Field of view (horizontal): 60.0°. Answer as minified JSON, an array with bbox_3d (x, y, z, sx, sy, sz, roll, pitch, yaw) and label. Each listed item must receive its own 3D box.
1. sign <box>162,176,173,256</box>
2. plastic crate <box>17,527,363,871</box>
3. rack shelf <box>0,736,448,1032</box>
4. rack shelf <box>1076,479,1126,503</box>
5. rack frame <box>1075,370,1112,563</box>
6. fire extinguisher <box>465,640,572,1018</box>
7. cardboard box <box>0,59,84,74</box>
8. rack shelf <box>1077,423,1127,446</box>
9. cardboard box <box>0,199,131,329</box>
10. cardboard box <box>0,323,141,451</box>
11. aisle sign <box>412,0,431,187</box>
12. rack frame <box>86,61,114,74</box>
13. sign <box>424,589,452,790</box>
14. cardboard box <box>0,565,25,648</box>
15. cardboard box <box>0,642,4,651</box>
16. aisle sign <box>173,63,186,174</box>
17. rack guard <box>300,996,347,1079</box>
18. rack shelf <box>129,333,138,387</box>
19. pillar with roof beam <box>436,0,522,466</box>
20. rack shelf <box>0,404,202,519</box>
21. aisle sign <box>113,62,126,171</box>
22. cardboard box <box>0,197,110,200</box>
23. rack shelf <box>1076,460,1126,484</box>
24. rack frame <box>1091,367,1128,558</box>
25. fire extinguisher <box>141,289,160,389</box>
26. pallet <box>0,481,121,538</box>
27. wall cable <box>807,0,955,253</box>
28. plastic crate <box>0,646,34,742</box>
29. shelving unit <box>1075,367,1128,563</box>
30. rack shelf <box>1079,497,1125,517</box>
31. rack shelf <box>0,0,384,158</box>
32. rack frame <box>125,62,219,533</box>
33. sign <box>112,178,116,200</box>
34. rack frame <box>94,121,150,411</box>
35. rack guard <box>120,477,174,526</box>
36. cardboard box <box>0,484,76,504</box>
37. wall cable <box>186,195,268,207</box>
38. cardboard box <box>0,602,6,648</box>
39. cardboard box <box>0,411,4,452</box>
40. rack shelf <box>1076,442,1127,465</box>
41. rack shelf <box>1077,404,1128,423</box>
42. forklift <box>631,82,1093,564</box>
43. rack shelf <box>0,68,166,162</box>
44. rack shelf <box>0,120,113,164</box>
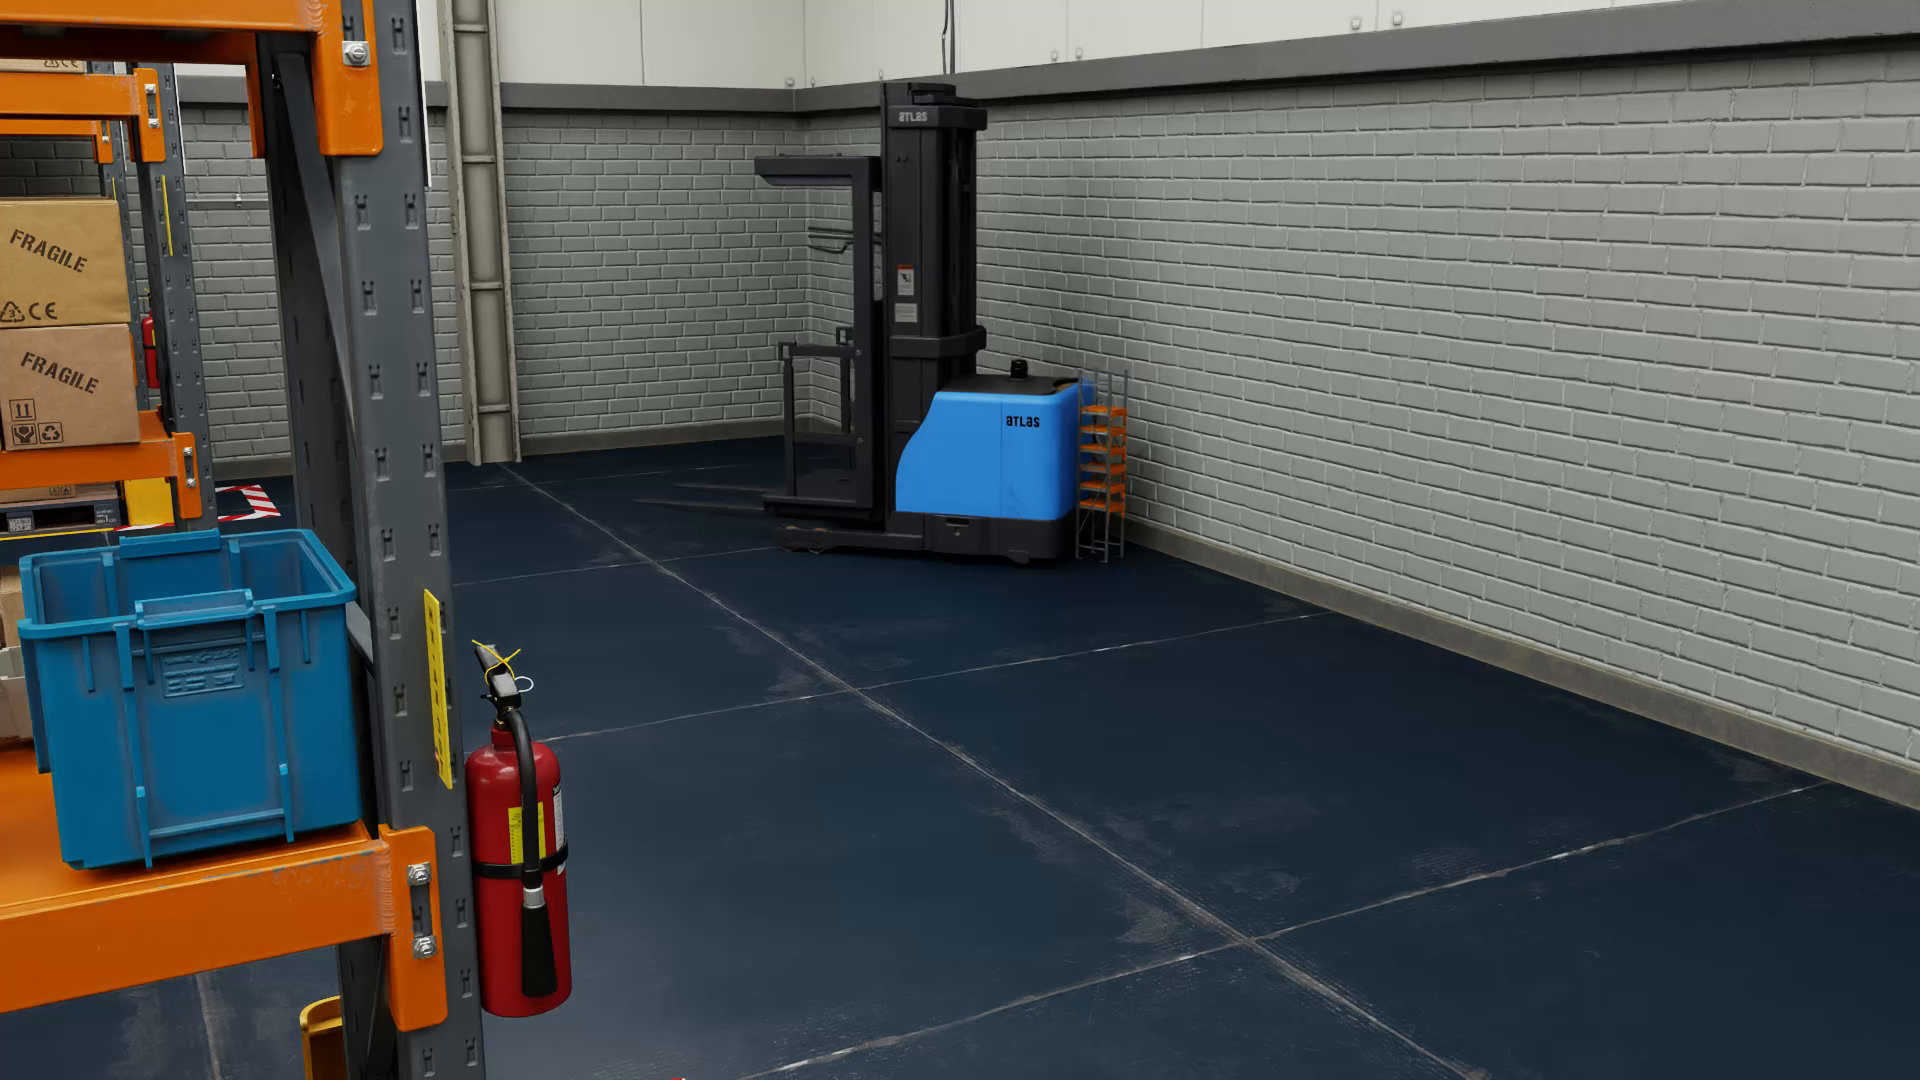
[{"bbox_3d":[-3.276,-1.339,6.870,0.005,0.325,0.100,-7,14,-28],"label":"sign"},{"bbox_3d":[-1.359,0.251,2.946,0.499,0.435,0.616,-7,14,-28],"label":"plastic crate"},{"bbox_3d":[-2.910,0.787,2.417,4.000,0.370,1.077,-7,14,-28],"label":"rack shelf"},{"bbox_3d":[0.889,-0.312,10.503,0.258,0.103,0.180,9,15,37],"label":"rack shelf"},{"bbox_3d":[0.834,-0.458,10.398,0.240,1.200,0.006,9,15,37],"label":"rack frame"},{"bbox_3d":[-0.804,0.517,3.004,0.183,0.674,0.296,-7,14,-28],"label":"fire extinguisher"},{"bbox_3d":[-3.849,-2.014,6.738,0.500,0.250,0.500,-7,14,-28],"label":"cardboard box"},{"bbox_3d":[0.890,-0.664,10.429,0.258,0.103,0.180,9,15,37],"label":"rack shelf"},{"bbox_3d":[-3.783,-1.166,6.952,0.500,0.500,0.500,-7,14,-28],"label":"cardboard box"},{"bbox_3d":[-3.787,-0.678,7.063,0.500,0.500,0.500,-6,14,-26],"label":"cardboard box"},{"bbox_3d":[-0.951,-0.993,2.771,0.004,0.787,0.394,-7,14,-28],"label":"aisle sign"},{"bbox_3d":[-5.901,-4.610,11.098,0.127,3.000,1.000,-7,14,-28],"label":"rack frame"},{"bbox_3d":[-0.877,0.251,2.792,0.005,0.325,0.100,-7,14,-28],"label":"sign"},{"bbox_3d":[-3.884,0.381,7.278,0.500,0.500,0.500,-7,14,-28],"label":"cardboard box"},{"bbox_3d":[-4.282,0.569,7.202,0.250,0.166,0.380,-7,14,-28],"label":"cardboard box"},{"bbox_3d":[-3.318,-1.945,7.001,0.004,0.787,0.394,-7,14,-28],"label":"aisle sign"},{"bbox_3d":[-1.140,1.440,3.570,0.348,0.500,1.175,-7,14,-28],"label":"rack guard"},{"bbox_3d":[-7.657,-1.122,10.901,4.000,0.370,1.077,-7,14,-28],"label":"rack shelf"},{"bbox_3d":[-1.883,-4.231,9.415,0.400,9.000,9.100,-7,14,-28],"label":"pillar with roof beam"},{"bbox_3d":[-5.280,-0.168,6.661,4.000,0.370,1.077,-7,14,-28],"label":"rack shelf"},{"bbox_3d":[-5.694,-2.901,11.248,0.004,0.787,0.394,-7,14,-28],"label":"aisle sign"},{"bbox_3d":[-4.040,-1.270,7.414,0.500,0.500,0.500,-6,14,-26],"label":"cardboard box"},{"bbox_3d":[0.889,-0.430,10.478,0.258,0.103,0.180,9,15,37],"label":"rack shelf"},{"bbox_3d":[0.945,-0.488,10.540,0.240,1.200,0.006,9,15,37],"label":"rack frame"},{"bbox_3d":[-5.548,-1.391,11.482,0.183,0.674,0.296,-7,14,-28],"label":"fire extinguisher"},{"bbox_3d":[-6.566,-0.224,11.622,1.213,0.211,1.003,-7,14,-28],"label":"pallet"},{"bbox_3d":[-0.766,-3.621,13.777,0.112,2.526,3.097,-7,14,-28],"label":"wall cable"},{"bbox_3d":[-1.850,0.306,3.383,0.298,0.136,0.250,-7,14,-28],"label":"plastic crate"},{"bbox_3d":[0.889,-0.473,10.469,0.258,1.200,0.189,9,15,37],"label":"shelving unit"},{"bbox_3d":[0.889,-0.195,10.528,0.258,0.103,0.180,9,15,37],"label":"rack shelf"},{"bbox_3d":[-2.910,-0.676,2.088,4.000,0.370,1.077,-7,14,-28],"label":"rack shelf"},{"bbox_3d":[-3.525,-0.729,7.517,0.127,3.000,1.000,-7,14,-28],"label":"rack frame"},{"bbox_3d":[-5.654,-2.258,11.133,0.005,0.325,0.100,-7,14,-28],"label":"sign"},{"bbox_3d":[-5.901,-1.683,11.757,0.127,3.000,1.000,-7,14,-28],"label":"rack frame"},{"bbox_3d":[-5.880,-0.466,12.043,0.348,0.500,1.175,-7,14,-28],"label":"rack guard"},{"bbox_3d":[-6.468,-0.576,11.572,0.500,0.500,0.700,-7,14,-28],"label":"cardboard box"},{"bbox_3d":[-5.231,-2.496,13.054,1.851,1.984,0.084,-7,14,-28],"label":"wall cable"},{"bbox_3d":[-4.577,0.453,7.525,0.500,0.250,0.500,-7,14,-28],"label":"cardboard box"},{"bbox_3d":[-4.241,-0.623,6.818,0.500,0.500,0.500,-7,14,-27],"label":"cardboard box"},{"bbox_3d":[0.890,-0.547,10.454,0.258,0.103,0.180,9,15,37],"label":"rack shelf"},{"bbox_3d":[0.890,-0.782,10.404,0.258,0.103,0.180,9,15,37],"label":"rack shelf"},{"bbox_3d":[-0.688,-1.447,10.864,3.031,2.935,1.130,4,13,17],"label":"forklift"},{"bbox_3d":[-5.280,-1.631,6.331,4.000,0.370,1.077,-7,14,-28],"label":"rack shelf"},{"bbox_3d":[-7.657,-2.585,10.572,4.000,0.370,1.077,-7,14,-28],"label":"rack shelf"}]
